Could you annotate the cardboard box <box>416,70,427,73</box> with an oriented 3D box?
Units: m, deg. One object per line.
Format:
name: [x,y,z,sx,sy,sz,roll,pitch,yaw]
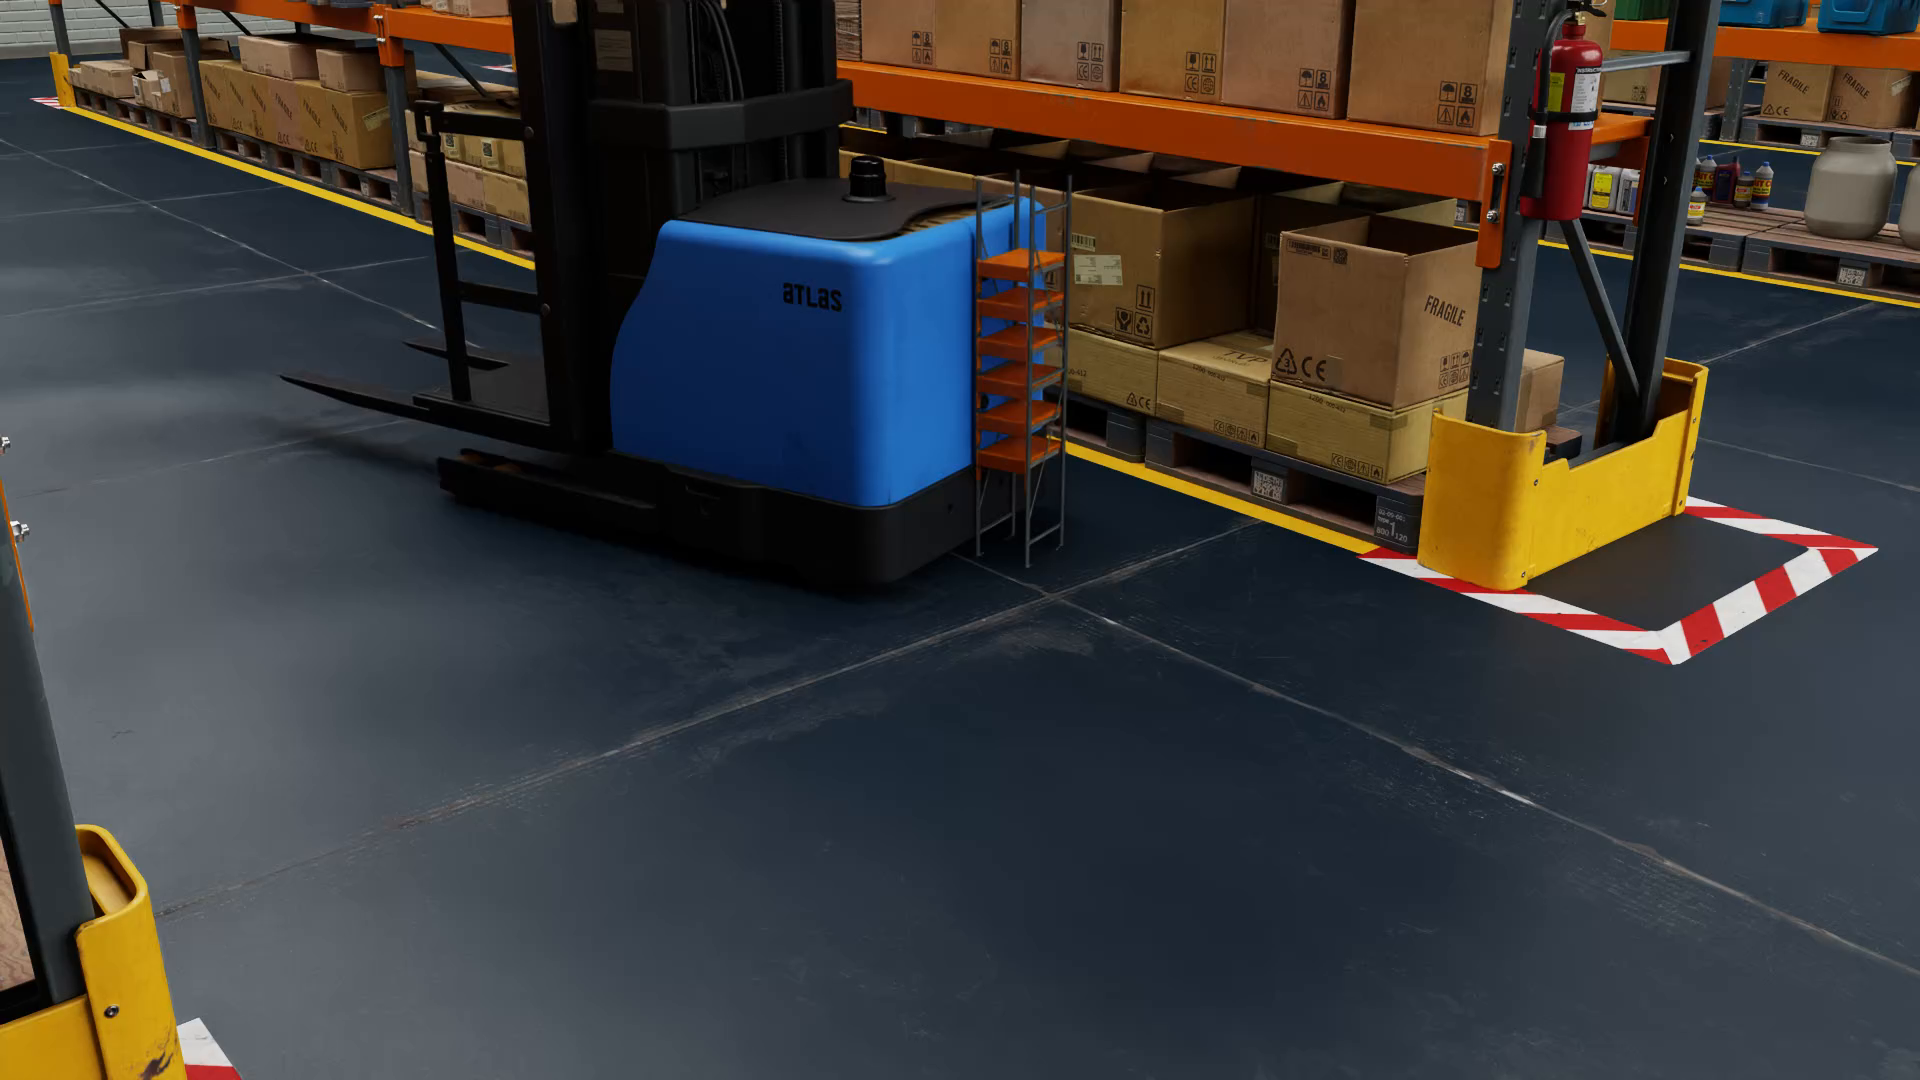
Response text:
cardboard box: [-4.348,-3.295,12.608,0.500,0.500,0.500,-19,28,-39]

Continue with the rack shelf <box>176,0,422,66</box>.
rack shelf: [-4.558,-3.852,12.191,1.077,0.370,4.000,-17,27,-37]

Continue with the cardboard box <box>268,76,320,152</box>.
cardboard box: [-4.726,-3.164,12.274,0.500,0.500,0.500,-19,28,-39]

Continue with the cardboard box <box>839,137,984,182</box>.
cardboard box: [-0.244,-1.454,7.251,0.500,0.500,0.500,-17,27,-37]

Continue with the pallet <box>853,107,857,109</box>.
pallet: [-1.637,-4.396,16.418,1.003,0.211,1.213,-17,27,-37]

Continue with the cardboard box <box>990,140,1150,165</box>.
cardboard box: [0.473,-1.439,7.212,0.500,0.500,0.500,-17,27,-37]

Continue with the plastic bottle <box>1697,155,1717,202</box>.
plastic bottle: [4.553,-2.206,10.142,0.097,0.271,0.097,0,21,0]

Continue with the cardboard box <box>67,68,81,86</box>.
cardboard box: [-8.462,-4.524,16.228,0.380,0.149,0.250,-17,27,-37]

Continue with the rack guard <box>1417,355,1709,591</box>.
rack guard: [1.985,-0.253,5.445,1.175,0.500,0.348,-17,27,-37]

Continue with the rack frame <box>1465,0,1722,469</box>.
rack frame: [1.969,-1.424,5.006,1.000,3.000,0.127,-17,27,-37]

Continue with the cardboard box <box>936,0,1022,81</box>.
cardboard box: [0.326,-2.171,6.776,0.700,0.500,0.500,-17,27,-37]

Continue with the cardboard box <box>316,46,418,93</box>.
cardboard box: [-4.081,-3.241,11.443,0.500,0.250,0.500,-16,27,-35]

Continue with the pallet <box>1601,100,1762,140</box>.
pallet: [6.356,-3.803,14.903,1.003,0.211,1.213,-17,27,-37]

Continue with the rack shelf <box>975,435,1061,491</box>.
rack shelf: [0.193,-0.254,5.266,0.180,0.103,0.258,13,25,30]

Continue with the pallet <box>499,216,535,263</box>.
pallet: [-1.953,-1.762,9.693,1.003,0.211,1.213,-17,27,-37]

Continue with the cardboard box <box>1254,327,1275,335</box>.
cardboard box: [1.459,-0.677,6.295,0.500,0.250,0.500,-17,27,-37]

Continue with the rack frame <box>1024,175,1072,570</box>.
rack frame: [0.270,-0.501,5.117,0.006,1.200,0.240,13,25,30]

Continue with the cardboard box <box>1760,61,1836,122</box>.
cardboard box: [7.096,-3.798,13.919,0.500,0.500,0.500,-18,28,-39]

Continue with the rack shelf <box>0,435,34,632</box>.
rack shelf: [-3.087,-0.461,3.535,1.077,0.370,4.000,-17,27,-37]

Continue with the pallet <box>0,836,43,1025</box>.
pallet: [-2.334,0.801,3.150,1.003,0.211,1.213,-17,27,-37]

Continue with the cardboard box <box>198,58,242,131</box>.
cardboard box: [-5.733,-3.589,13.357,0.500,0.500,0.500,-19,28,-40]

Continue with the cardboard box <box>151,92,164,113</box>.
cardboard box: [-6.741,-3.796,14.368,0.380,0.149,0.250,-17,27,-37]

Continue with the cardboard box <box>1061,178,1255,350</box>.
cardboard box: [0.730,-1.038,6.188,0.500,0.500,0.500,-17,27,-37]

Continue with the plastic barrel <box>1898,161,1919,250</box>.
plastic barrel: [5.237,-1.803,8.809,0.421,0.512,0.421,0,21,0]

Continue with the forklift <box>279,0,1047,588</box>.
forklift: [-1.223,-1.610,5.576,3.031,2.935,1.130,13,25,30]

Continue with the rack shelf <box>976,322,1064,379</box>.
rack shelf: [0.193,-0.589,5.135,0.180,0.103,0.258,13,25,30]

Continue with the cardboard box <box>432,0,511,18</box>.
cardboard box: [-2.816,-3.299,9.917,0.500,0.311,0.500,-18,28,-38]

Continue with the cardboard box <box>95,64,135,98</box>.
cardboard box: [-7.682,-4.275,15.453,0.500,0.250,0.500,-17,27,-37]

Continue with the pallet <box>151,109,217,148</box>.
pallet: [-6.311,-3.631,14.465,1.003,0.211,1.213,-17,27,-37]

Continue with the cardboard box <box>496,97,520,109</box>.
cardboard box: [-2.724,-2.724,10.752,0.500,0.311,0.500,-17,27,-36]

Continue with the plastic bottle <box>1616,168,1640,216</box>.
plastic bottle: [3.959,-2.056,9.752,0.152,0.276,0.135,-18,28,-39]

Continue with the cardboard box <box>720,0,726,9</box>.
cardboard box: [-0.996,-2.585,8.176,0.500,0.250,0.500,-15,26,-34]

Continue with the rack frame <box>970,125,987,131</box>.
rack frame: [0.502,-4.812,13.657,1.000,3.000,0.127,-17,27,-37]

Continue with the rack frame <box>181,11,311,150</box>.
rack frame: [-5.864,-4.739,13.471,1.000,3.000,0.127,-17,27,-37]

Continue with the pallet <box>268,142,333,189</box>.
pallet: [-4.504,-2.888,12.568,1.003,0.211,1.213,-17,27,-37]

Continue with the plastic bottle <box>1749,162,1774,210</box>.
plastic bottle: [4.777,-2.112,9.900,0.097,0.271,0.097,0,21,0]

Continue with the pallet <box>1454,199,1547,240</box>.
pallet: [3.520,-2.213,10.845,1.003,0.211,1.213,-17,27,-37]

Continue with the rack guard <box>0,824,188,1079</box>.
rack guard: [-1.831,0.899,2.502,1.175,0.500,0.348,-17,27,-37]

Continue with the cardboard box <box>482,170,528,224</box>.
cardboard box: [-2.461,-2.054,9.809,0.500,0.250,0.500,-18,28,-39]

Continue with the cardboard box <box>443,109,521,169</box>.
cardboard box: [-2.784,-2.453,10.059,0.500,0.311,0.500,-18,28,-39]

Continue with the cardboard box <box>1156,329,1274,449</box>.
cardboard box: [1.060,-0.552,5.975,0.500,0.250,0.500,-17,27,-37]

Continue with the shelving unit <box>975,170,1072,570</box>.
shelving unit: [0.193,-0.519,5.163,0.189,1.200,0.258,13,25,30]

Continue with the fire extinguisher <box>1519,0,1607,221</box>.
fire extinguisher: [1.694,-1.245,4.655,0.296,0.674,0.183,-17,27,-37]

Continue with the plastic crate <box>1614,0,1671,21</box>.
plastic crate: [3.785,-3.166,9.745,0.450,0.188,0.662,-17,27,-37]

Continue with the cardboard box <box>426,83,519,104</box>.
cardboard box: [-3.333,-2.869,11.520,0.500,0.500,0.500,-16,27,-35]

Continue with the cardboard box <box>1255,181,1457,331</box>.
cardboard box: [1.460,-1.027,6.159,0.500,0.500,0.500,-17,27,-37]

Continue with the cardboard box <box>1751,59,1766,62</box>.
cardboard box: [8.980,-5.862,18.846,1.050,0.750,0.750,-17,27,-37]

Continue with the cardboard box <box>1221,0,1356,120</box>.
cardboard box: [1.328,-1.746,5.693,0.700,0.500,0.500,-17,27,-36]
